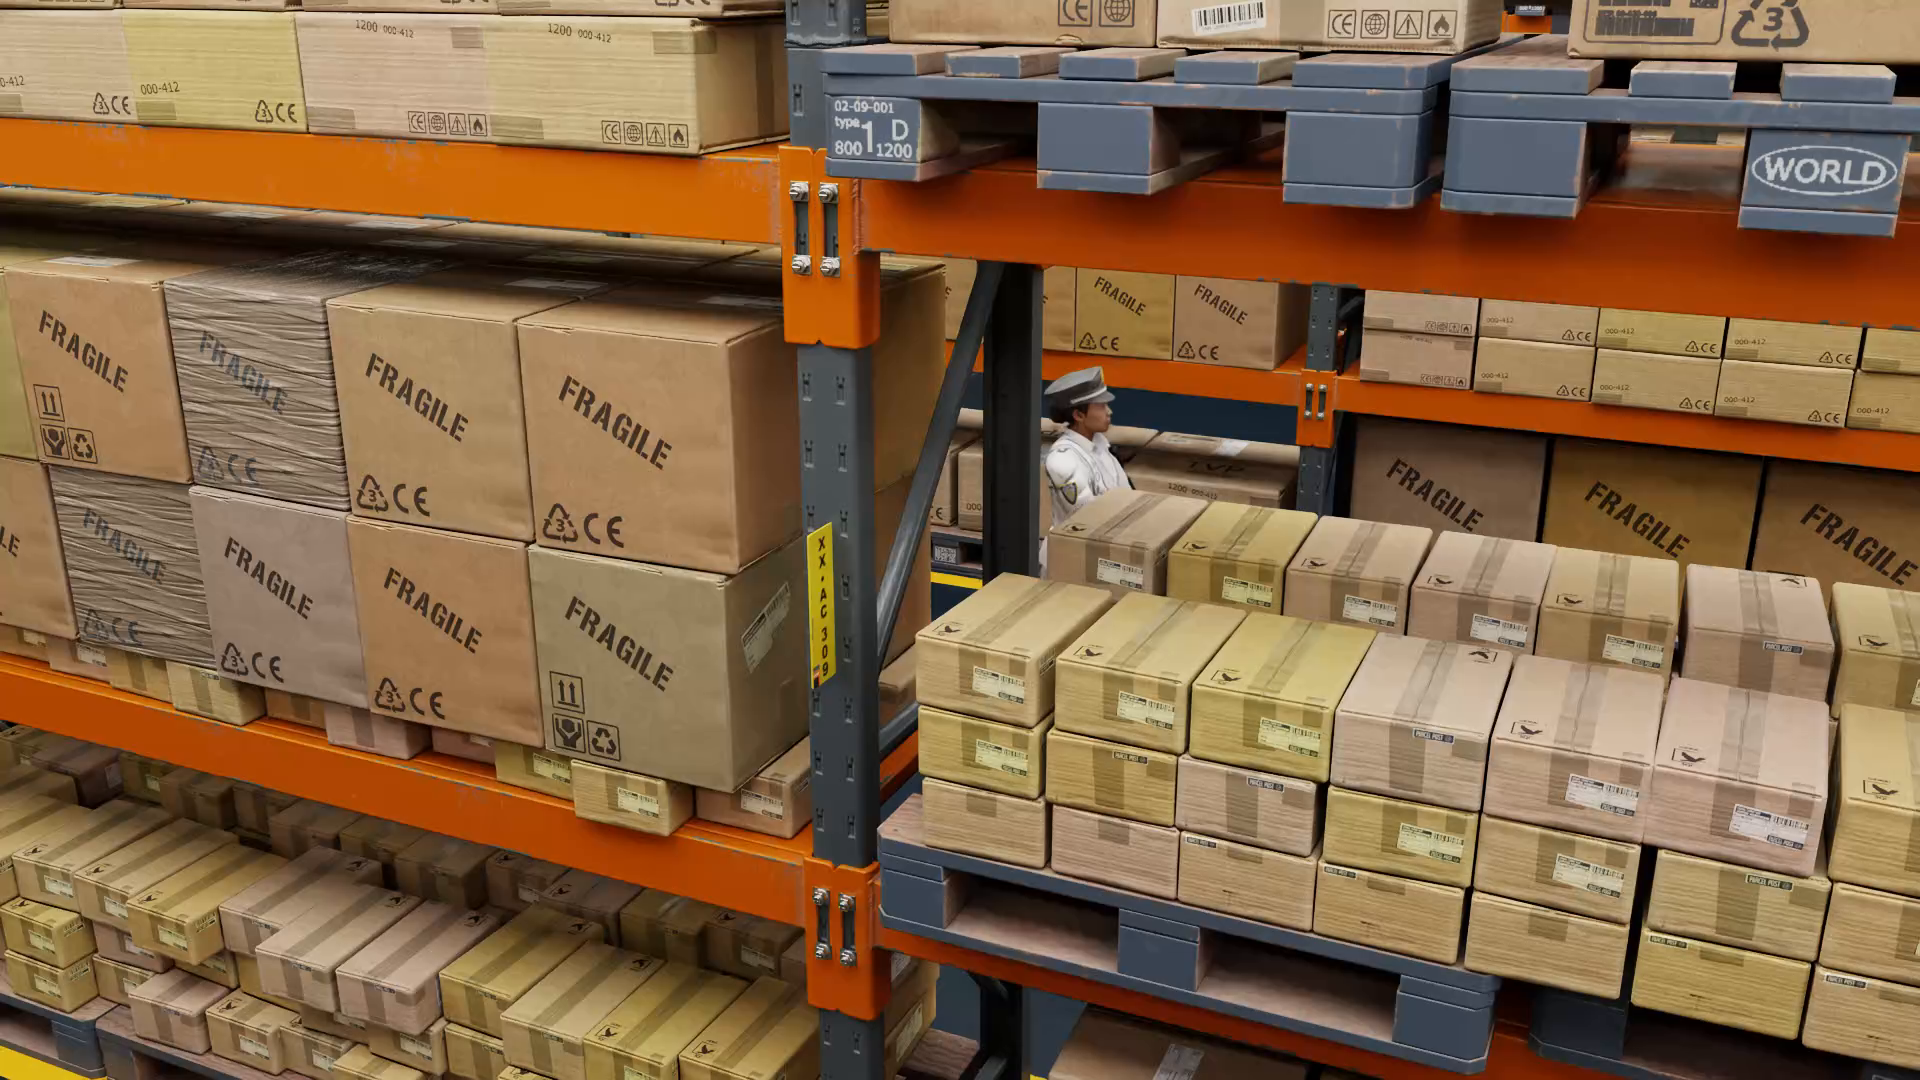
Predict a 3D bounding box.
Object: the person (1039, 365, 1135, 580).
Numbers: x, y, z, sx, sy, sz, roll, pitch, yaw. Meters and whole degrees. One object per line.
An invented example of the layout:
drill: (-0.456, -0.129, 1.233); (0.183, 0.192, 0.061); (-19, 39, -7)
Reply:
person: (0.575, 0.141, 6.628); (0.525, 1.691, 0.435); (8, 21, 22)
